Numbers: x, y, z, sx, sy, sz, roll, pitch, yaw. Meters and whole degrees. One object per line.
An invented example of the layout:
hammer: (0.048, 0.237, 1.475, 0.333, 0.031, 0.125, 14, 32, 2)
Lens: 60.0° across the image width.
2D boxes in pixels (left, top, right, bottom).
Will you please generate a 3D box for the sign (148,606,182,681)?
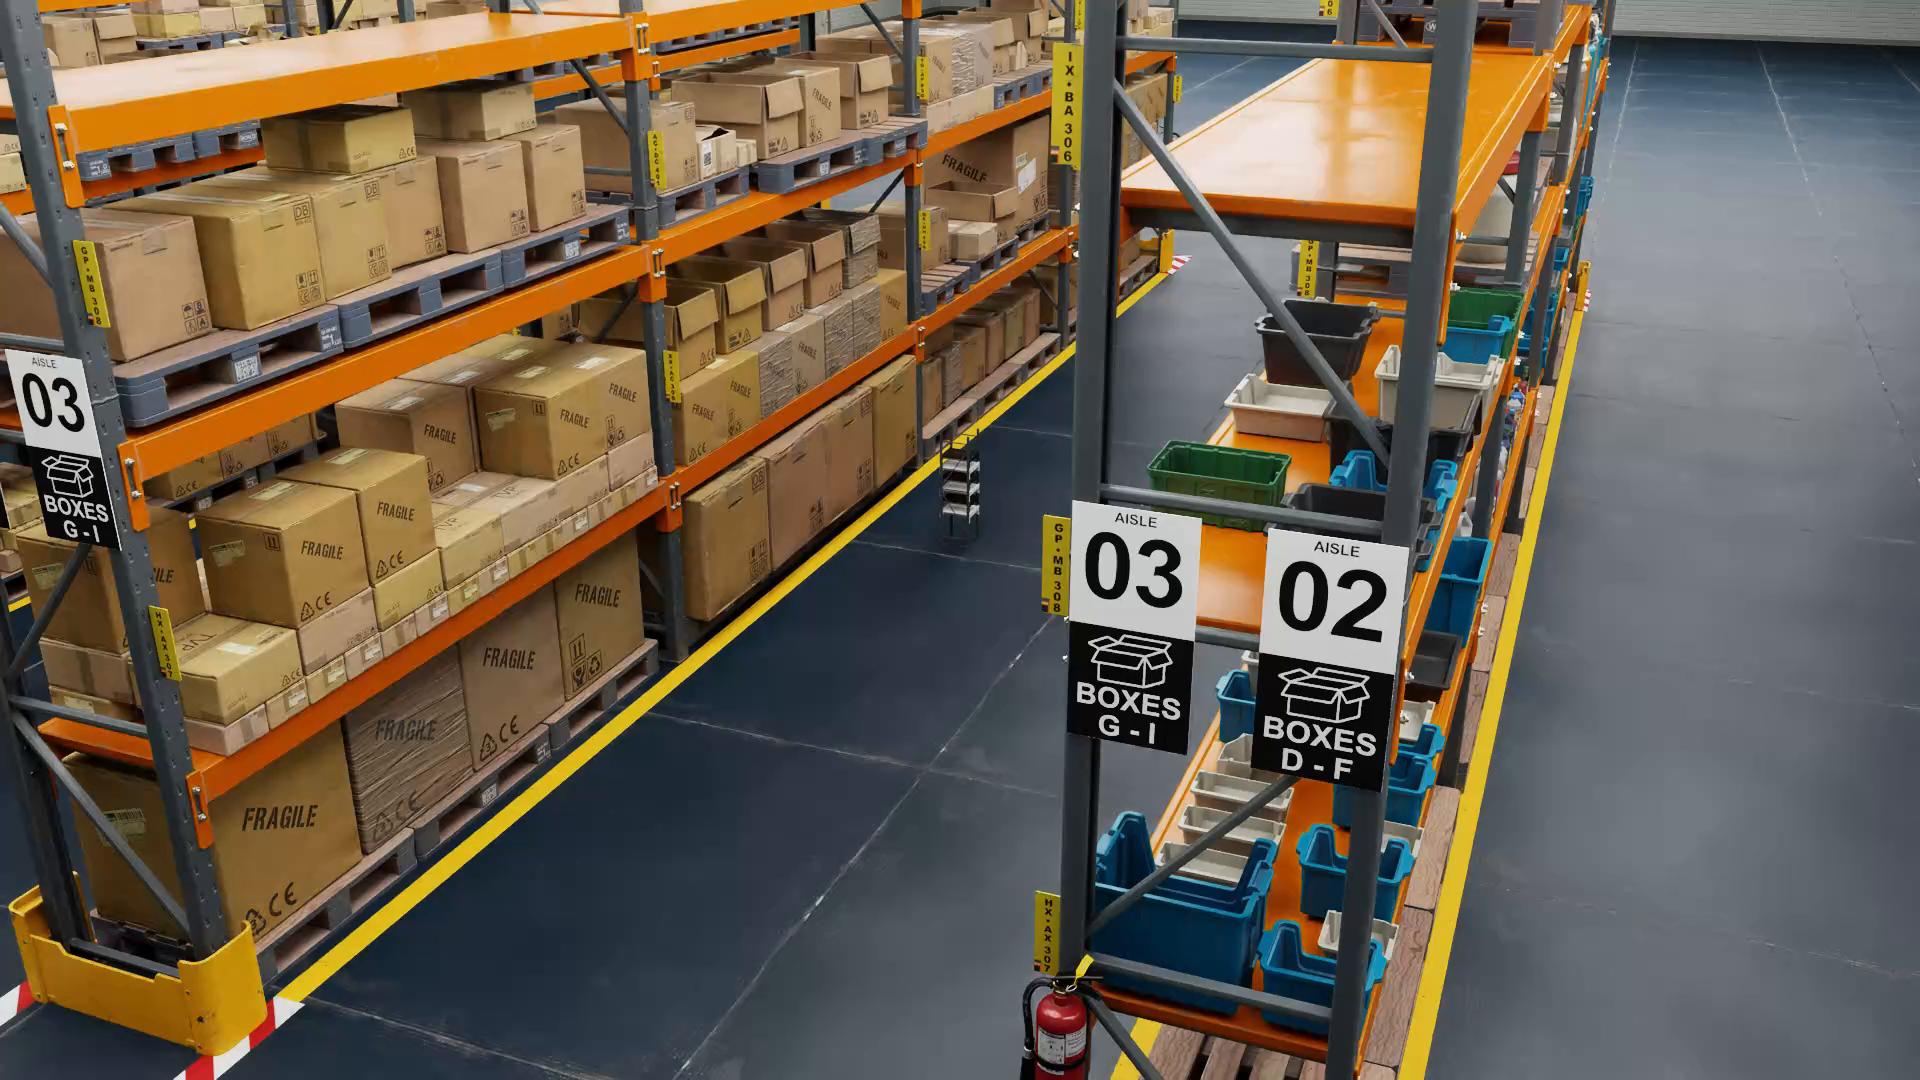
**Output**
sign: (-3.267, 0.426, 6.834, 0.100, 0.325, 0.005, 9, 24, 20)

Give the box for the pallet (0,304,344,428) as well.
pallet: (-3.514, -0.829, 7.290, 1.003, 0.211, 1.213, 9, 24, 20)

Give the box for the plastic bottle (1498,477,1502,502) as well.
plastic bottle: (3.243, -0.330, 10.128, 0.097, 0.201, 0.097, 0, 23, 0)

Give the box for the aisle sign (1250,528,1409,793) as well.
aisle sign: (1.068, 0.359, 4.850, 0.394, 0.787, 0.004, 9, 24, 20)

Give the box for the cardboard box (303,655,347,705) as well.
cardboard box: (-3.153, 0.633, 7.891, 0.380, 0.149, 0.250, 8, 24, 19)

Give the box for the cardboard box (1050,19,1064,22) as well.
cardboard box: (1.197, -5.726, 18.575, 0.380, 0.149, 0.250, 8, 24, 18)

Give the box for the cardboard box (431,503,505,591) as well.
cardboard box: (-2.785, 0.026, 8.828, 0.500, 0.250, 0.500, 8, 24, 19)

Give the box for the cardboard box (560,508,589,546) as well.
cardboard box: (-2.390, -0.103, 9.653, 0.380, 0.149, 0.250, 9, 24, 21)

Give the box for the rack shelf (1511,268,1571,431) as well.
rack shelf: (4.533, -1.757, 14.220, 1.077, 0.370, 4.000, 9, 24, 20)

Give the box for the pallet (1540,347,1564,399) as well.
pallet: (5.564, -1.752, 16.893, 1.003, 0.211, 1.213, 9, 24, 20)

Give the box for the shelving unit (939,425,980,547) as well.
shelving unit: (-0.003, -0.412, 12.792, 0.258, 0.900, 0.210, 9, 24, 20)

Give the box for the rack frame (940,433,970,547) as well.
rack frame: (-0.041, -0.376, 12.705, 0.240, 0.900, 0.006, 9, 24, 20)

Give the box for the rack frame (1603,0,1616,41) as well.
rack frame: (6.762, -7.004, 18.065, 1.000, 3.000, 0.127, 9, 24, 20)

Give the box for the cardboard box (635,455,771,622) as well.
cardboard box: (-2.075, -0.096, 11.522, 1.225, 0.875, 0.875, 9, 24, 20)

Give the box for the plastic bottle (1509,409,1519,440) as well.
plastic bottle: (3.710, -0.780, 11.206, 0.097, 0.201, 0.097, 0, 23, 0)

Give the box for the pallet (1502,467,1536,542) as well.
pallet: (4.114, -0.358, 13.556, 1.003, 0.211, 1.213, 9, 24, 20)

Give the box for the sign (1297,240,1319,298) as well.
sign: (1.794, -1.409, 8.551, 0.100, 0.325, 0.005, 9, 24, 20)

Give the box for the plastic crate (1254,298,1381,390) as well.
plastic crate: (1.589, -0.860, 7.418, 0.497, 0.269, 0.590, 9, 24, 20)

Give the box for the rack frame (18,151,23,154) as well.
rack frame: (-6.862, -4.165, 11.269, 1.000, 3.000, 0.127, 9, 24, 20)

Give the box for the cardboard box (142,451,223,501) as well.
cardboard box: (-6.341, -0.664, 13.368, 0.500, 0.500, 0.500, 10, 25, 22)

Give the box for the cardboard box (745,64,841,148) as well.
cardboard box: (-1.207, -3.156, 12.070, 0.500, 0.500, 0.500, 10, 25, 23)

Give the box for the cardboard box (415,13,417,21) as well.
cardboard box: (-7.440, -6.908, 22.054, 0.380, 0.149, 0.250, 8, 24, 19)

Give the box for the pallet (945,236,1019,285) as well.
pallet: (-0.111, -2.708, 15.812, 1.003, 0.211, 1.213, 9, 24, 20)

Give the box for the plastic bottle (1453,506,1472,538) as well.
plastic bottle: (2.751, -0.013, 9.176, 0.144, 0.351, 0.185, 9, 24, 20)

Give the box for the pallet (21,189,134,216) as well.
pallet: (-9.843, -3.683, 18.146, 1.213, 0.211, 1.003, 9, 24, 20)

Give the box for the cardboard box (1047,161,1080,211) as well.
cardboard box: (0.902, -3.849, 17.780, 0.875, 0.500, 0.500, 9, 24, 20)

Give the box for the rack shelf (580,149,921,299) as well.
rack shelf: (-1.551, -2.419, 11.913, 1.077, 0.370, 4.000, 9, 24, 20)

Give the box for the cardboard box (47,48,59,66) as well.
cardboard box: (-9.640, -5.003, 17.340, 0.396, 0.266, 0.258, 9, 24, 20)

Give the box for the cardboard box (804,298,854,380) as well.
cardboard box: (-1.142, -1.552, 12.667, 0.500, 0.500, 0.500, 8, 24, 18)

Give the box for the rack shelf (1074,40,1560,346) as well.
rack shelf: (1.562, -1.478, 6.287, 1.077, 0.370, 4.000, 9, 24, 20)

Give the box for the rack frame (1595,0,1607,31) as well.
rack frame: (5.276, -5.573, 14.638, 1.000, 3.000, 0.127, 9, 24, 20)

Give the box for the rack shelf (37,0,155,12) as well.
rack shelf: (-6.119, -4.364, 13.198, 1.077, 0.370, 4.000, 9, 24, 20)

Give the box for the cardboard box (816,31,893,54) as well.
cardboard box: (-0.863, -3.950, 13.866, 0.500, 0.500, 0.500, 9, 24, 21)

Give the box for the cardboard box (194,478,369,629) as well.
cardboard box: (-3.165, 0.055, 7.786, 0.500, 0.500, 0.500, 8, 24, 19)

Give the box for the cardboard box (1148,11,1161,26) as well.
cardboard box: (2.144, -6.110, 19.494, 0.380, 0.149, 0.250, 8, 24, 18)

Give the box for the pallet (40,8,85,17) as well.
pallet: (-12.841, -7.294, 22.766, 1.003, 0.211, 1.213, 9, 24, 20)

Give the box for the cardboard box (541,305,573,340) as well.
cardboard box: (-4.745, -2.502, 17.446, 1.050, 0.750, 0.750, 9, 24, 21)

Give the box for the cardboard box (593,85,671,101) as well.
cardboard box: (-3.721, -4.954, 19.346, 0.875, 0.550, 0.550, 9, 24, 20)

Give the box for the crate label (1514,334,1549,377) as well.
crate label: (4.295, -1.393, 12.633, 0.303, 0.233, 0.416, 9, 24, 20)

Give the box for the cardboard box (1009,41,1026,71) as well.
cardboard box: (0.421, -4.679, 16.020, 0.396, 0.266, 0.258, 10, 25, 22)

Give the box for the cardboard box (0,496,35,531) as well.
cardboard box: (-6.896, -0.198, 11.937, 0.380, 0.149, 0.250, 9, 24, 20)

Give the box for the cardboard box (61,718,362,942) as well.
cardboard box: (-3.616, 1.327, 8.116, 0.875, 0.875, 0.875, 9, 24, 20)

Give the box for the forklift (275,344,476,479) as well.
forklift: (-3.775, -1.152, 11.928, 1.130, 2.935, 3.031, 7, 24, 17)

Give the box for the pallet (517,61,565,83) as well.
pallet: (-4.773, -4.764, 16.839, 1.003, 0.211, 1.213, 10, 25, 22)

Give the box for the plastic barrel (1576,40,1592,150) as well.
plastic barrel: (4.540, -3.452, 12.896, 0.600, 0.830, 0.708, 9, 24, 20)

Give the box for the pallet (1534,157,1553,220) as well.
pallet: (3.415, -2.410, 11.204, 1.003, 0.211, 1.213, 9, 24, 20)

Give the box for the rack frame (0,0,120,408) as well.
rack frame: (-3.780, -1.988, 6.055, 1.000, 3.000, 0.127, 9, 24, 20)

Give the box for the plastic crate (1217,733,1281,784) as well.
plastic crate: (1.248, 0.953, 7.064, 0.298, 0.136, 0.250, 9, 24, 20)

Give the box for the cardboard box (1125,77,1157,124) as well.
cardboard box: (2.008, -5.178, 19.664, 0.500, 0.500, 0.500, 9, 24, 20)

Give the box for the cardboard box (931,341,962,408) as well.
cardboard box: (-0.384, -1.575, 15.523, 0.700, 0.500, 0.500, 7, 24, 16)

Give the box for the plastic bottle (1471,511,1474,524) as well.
plastic bottle: (2.948, -0.079, 9.436, 0.097, 0.271, 0.097, 0, 23, 0)

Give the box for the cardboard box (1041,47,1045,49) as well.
cardboard box: (0.604, -5.029, 17.423, 0.500, 0.250, 0.500, 10, 25, 22)

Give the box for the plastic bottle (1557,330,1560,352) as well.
plastic bottle: (6.031, -2.082, 16.932, 0.144, 0.351, 0.185, 8, 24, 18)

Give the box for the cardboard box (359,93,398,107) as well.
cardboard box: (-5.352, -4.018, 14.678, 0.500, 0.500, 0.500, 9, 24, 20)

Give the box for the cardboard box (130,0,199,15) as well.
cardboard box: (-8.979, -6.078, 18.741, 0.500, 0.250, 0.500, 9, 24, 21)

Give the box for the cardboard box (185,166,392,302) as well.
cardboard box: (-3.168, -1.459, 7.878, 0.700, 0.500, 0.500, 7, 24, 16)

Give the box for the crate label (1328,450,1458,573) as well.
crate label: (1.461, -0.110, 5.644, 0.408, 0.251, 0.502, 9, 24, 20)

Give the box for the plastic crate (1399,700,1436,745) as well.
plastic crate: (1.937, 0.819, 7.385, 0.293, 0.136, 0.466, 9, 24, 20)
